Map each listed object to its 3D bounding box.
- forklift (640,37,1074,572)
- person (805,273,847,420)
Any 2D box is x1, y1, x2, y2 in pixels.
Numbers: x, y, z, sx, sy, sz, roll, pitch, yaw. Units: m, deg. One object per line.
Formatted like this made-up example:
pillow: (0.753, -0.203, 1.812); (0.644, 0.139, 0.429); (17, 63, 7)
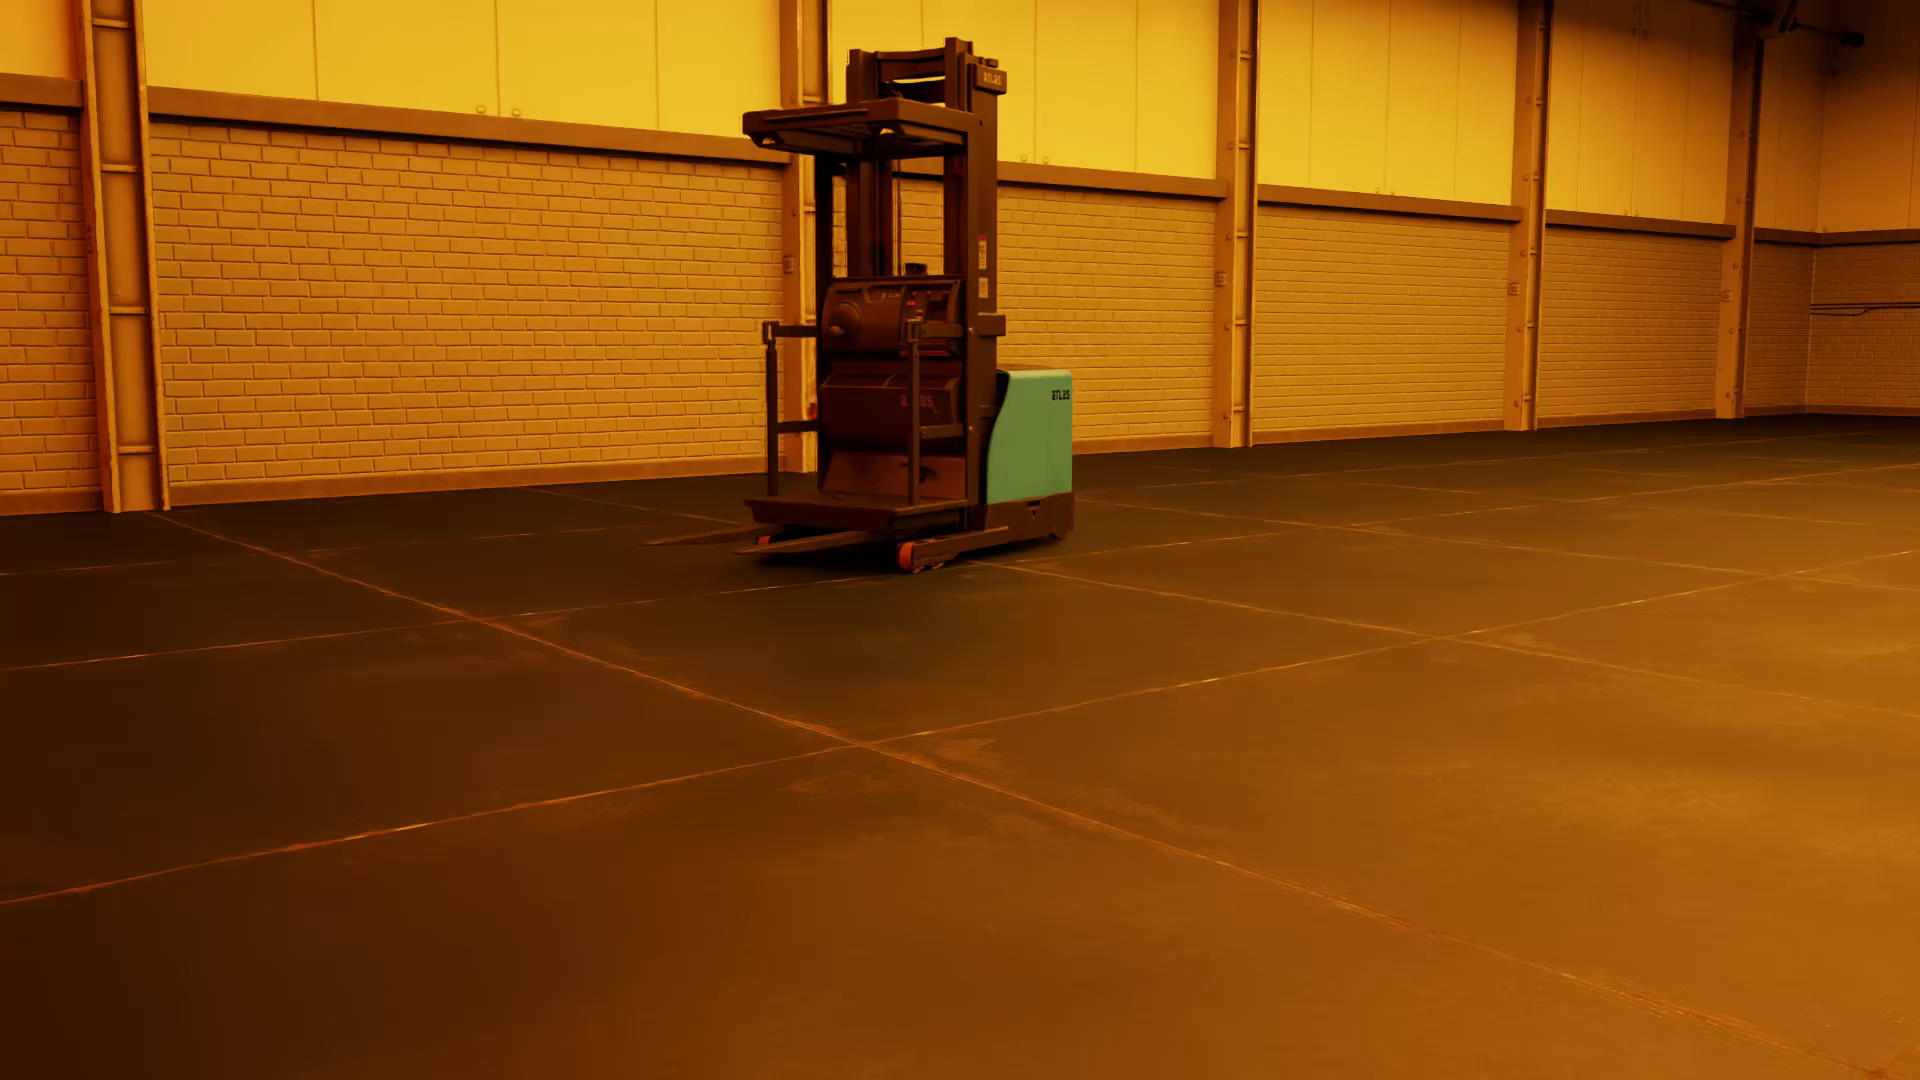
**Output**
forklift: (-0.516, -1.342, 9.377); (1.130, 2.935, 3.031); (5, 8, 33)
person: (-0.761, -0.926, 11.263); (0.568, 1.759, 0.906); (-4, 8, -31)
